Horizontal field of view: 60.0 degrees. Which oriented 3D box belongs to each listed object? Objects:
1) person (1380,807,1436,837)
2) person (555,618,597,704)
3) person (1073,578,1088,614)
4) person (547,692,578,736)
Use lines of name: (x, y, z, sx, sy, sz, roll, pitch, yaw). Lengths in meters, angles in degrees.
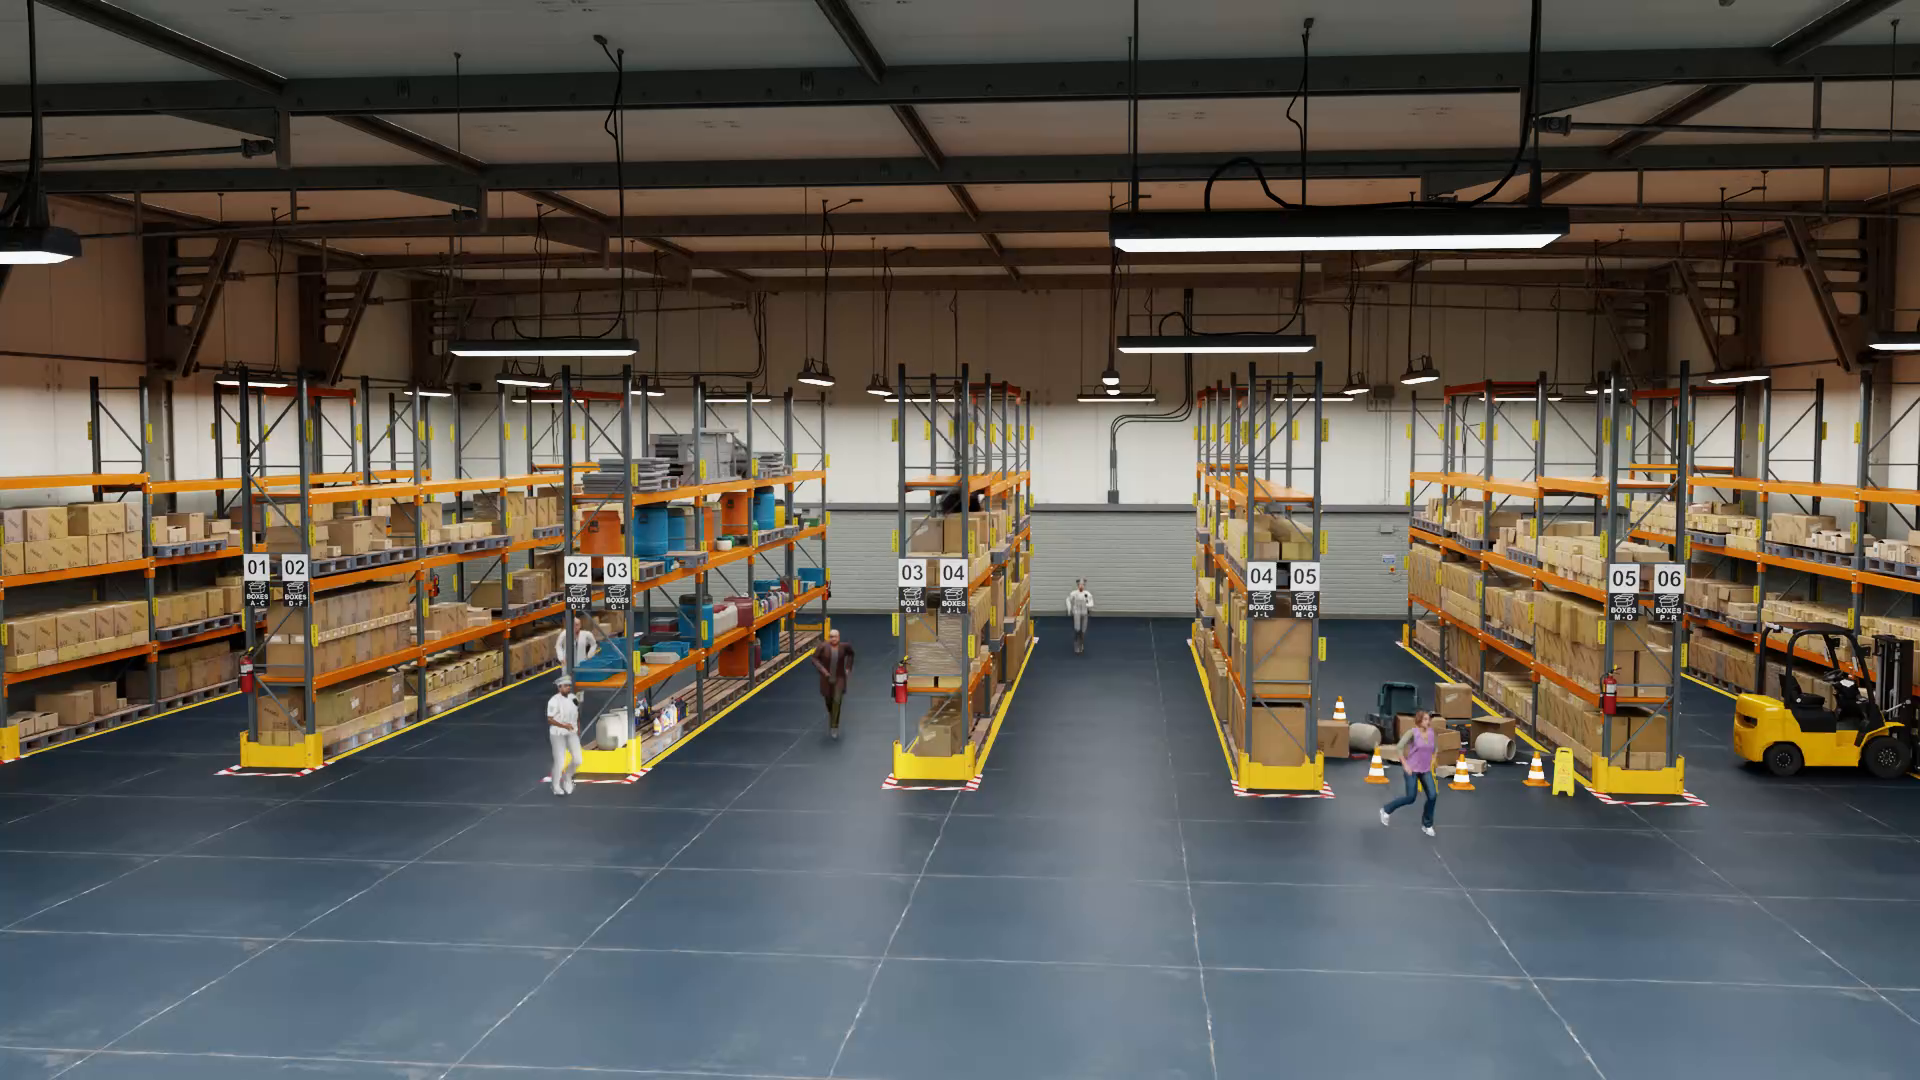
person: (5.604, 3.522, 20.824, 0.545, 0.365, 0.583, -2, 4, -25)
person: (-6.809, 2.255, 29.546, 0.714, 1.778, 1.084, 0, 4, -2)
person: (2.759, 1.267, 37.876, 0.368, 0.796, 0.331, 0, 4, -6)
person: (-5.471, 2.391, 23.004, 0.557, 0.587, 0.377, -3, 5, -42)
